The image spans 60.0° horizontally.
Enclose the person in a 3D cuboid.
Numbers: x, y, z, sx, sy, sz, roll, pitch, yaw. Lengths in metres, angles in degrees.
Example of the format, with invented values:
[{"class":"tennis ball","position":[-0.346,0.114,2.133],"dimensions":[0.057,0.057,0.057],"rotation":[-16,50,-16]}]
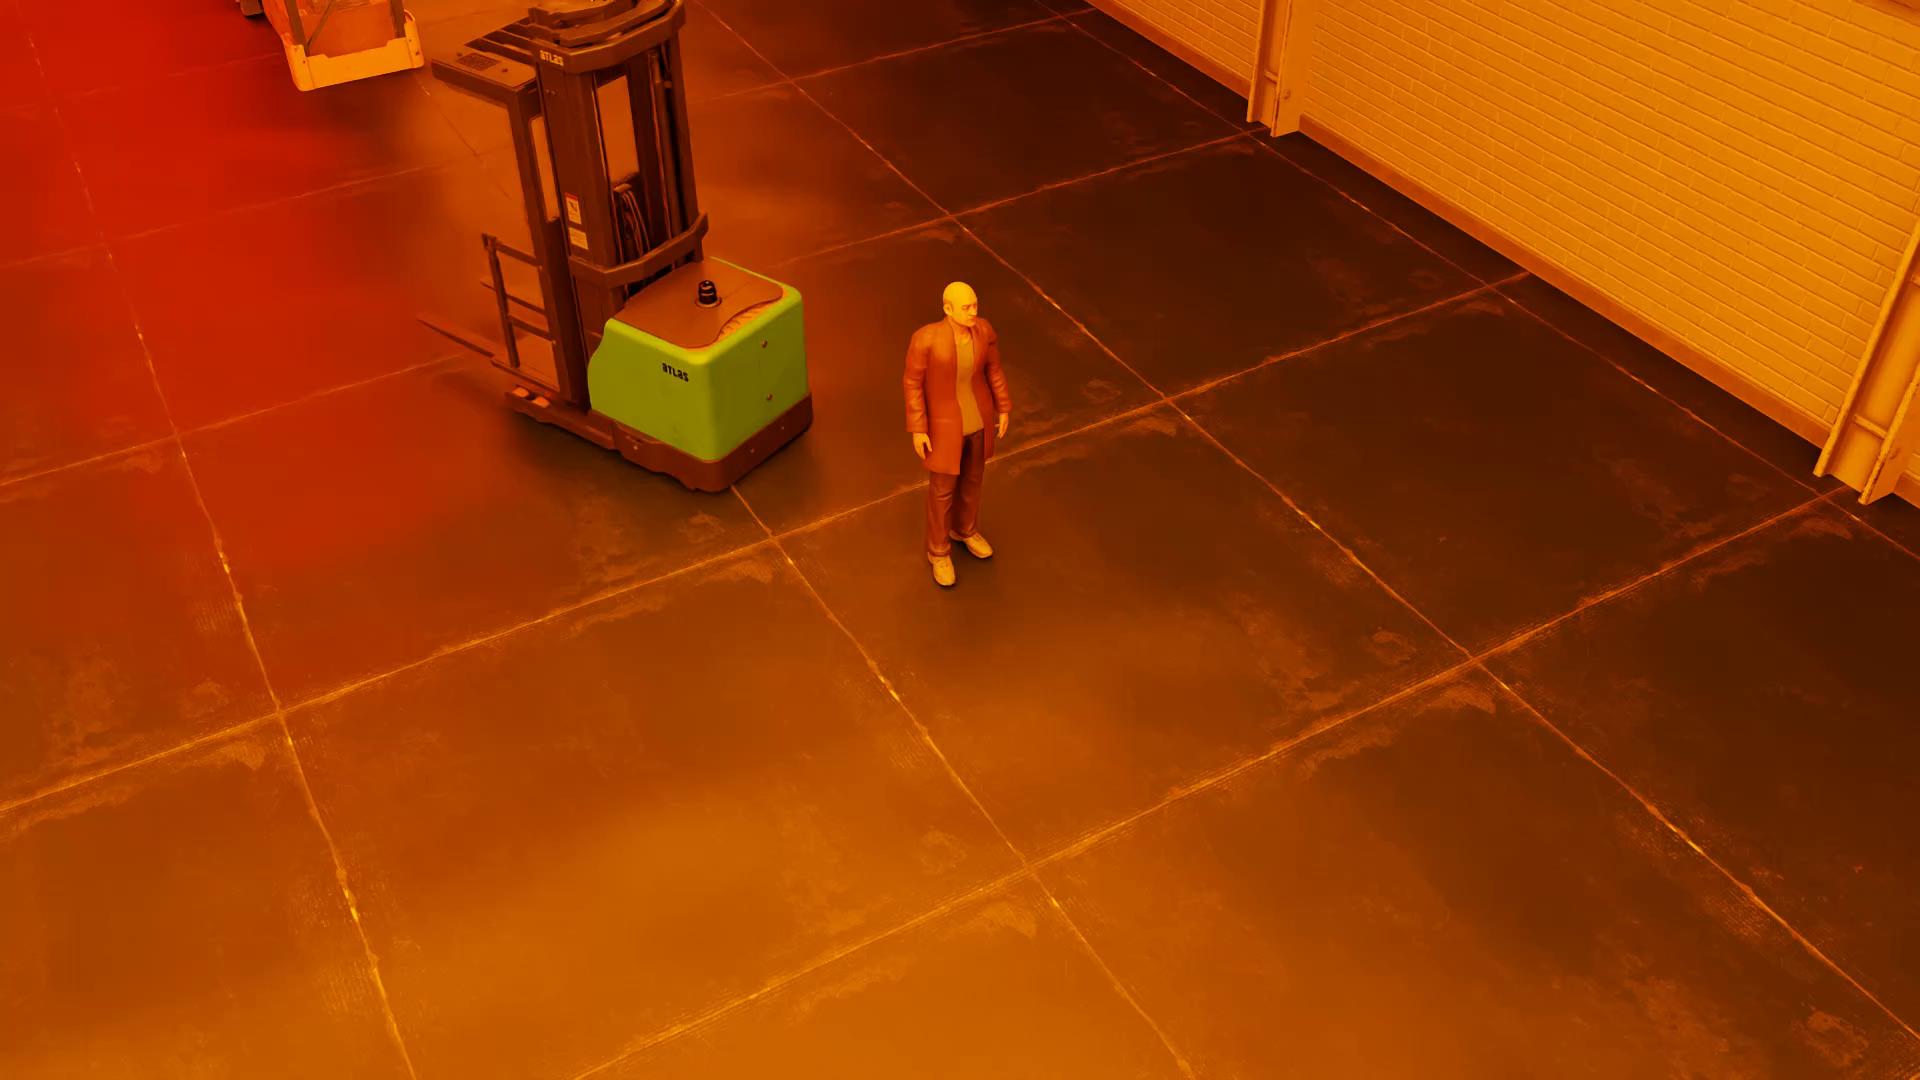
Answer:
[{"class":"person","position":[0.041,-0.638,9.698],"dimensions":[0.694,1.775,0.582],"rotation":[-20,44,-23]}]

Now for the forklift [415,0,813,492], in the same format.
[{"class":"forklift","position":[-2.485,-2.181,10.665],"dimensions":[3.031,2.935,1.130],"rotation":[24,45,26]}]
